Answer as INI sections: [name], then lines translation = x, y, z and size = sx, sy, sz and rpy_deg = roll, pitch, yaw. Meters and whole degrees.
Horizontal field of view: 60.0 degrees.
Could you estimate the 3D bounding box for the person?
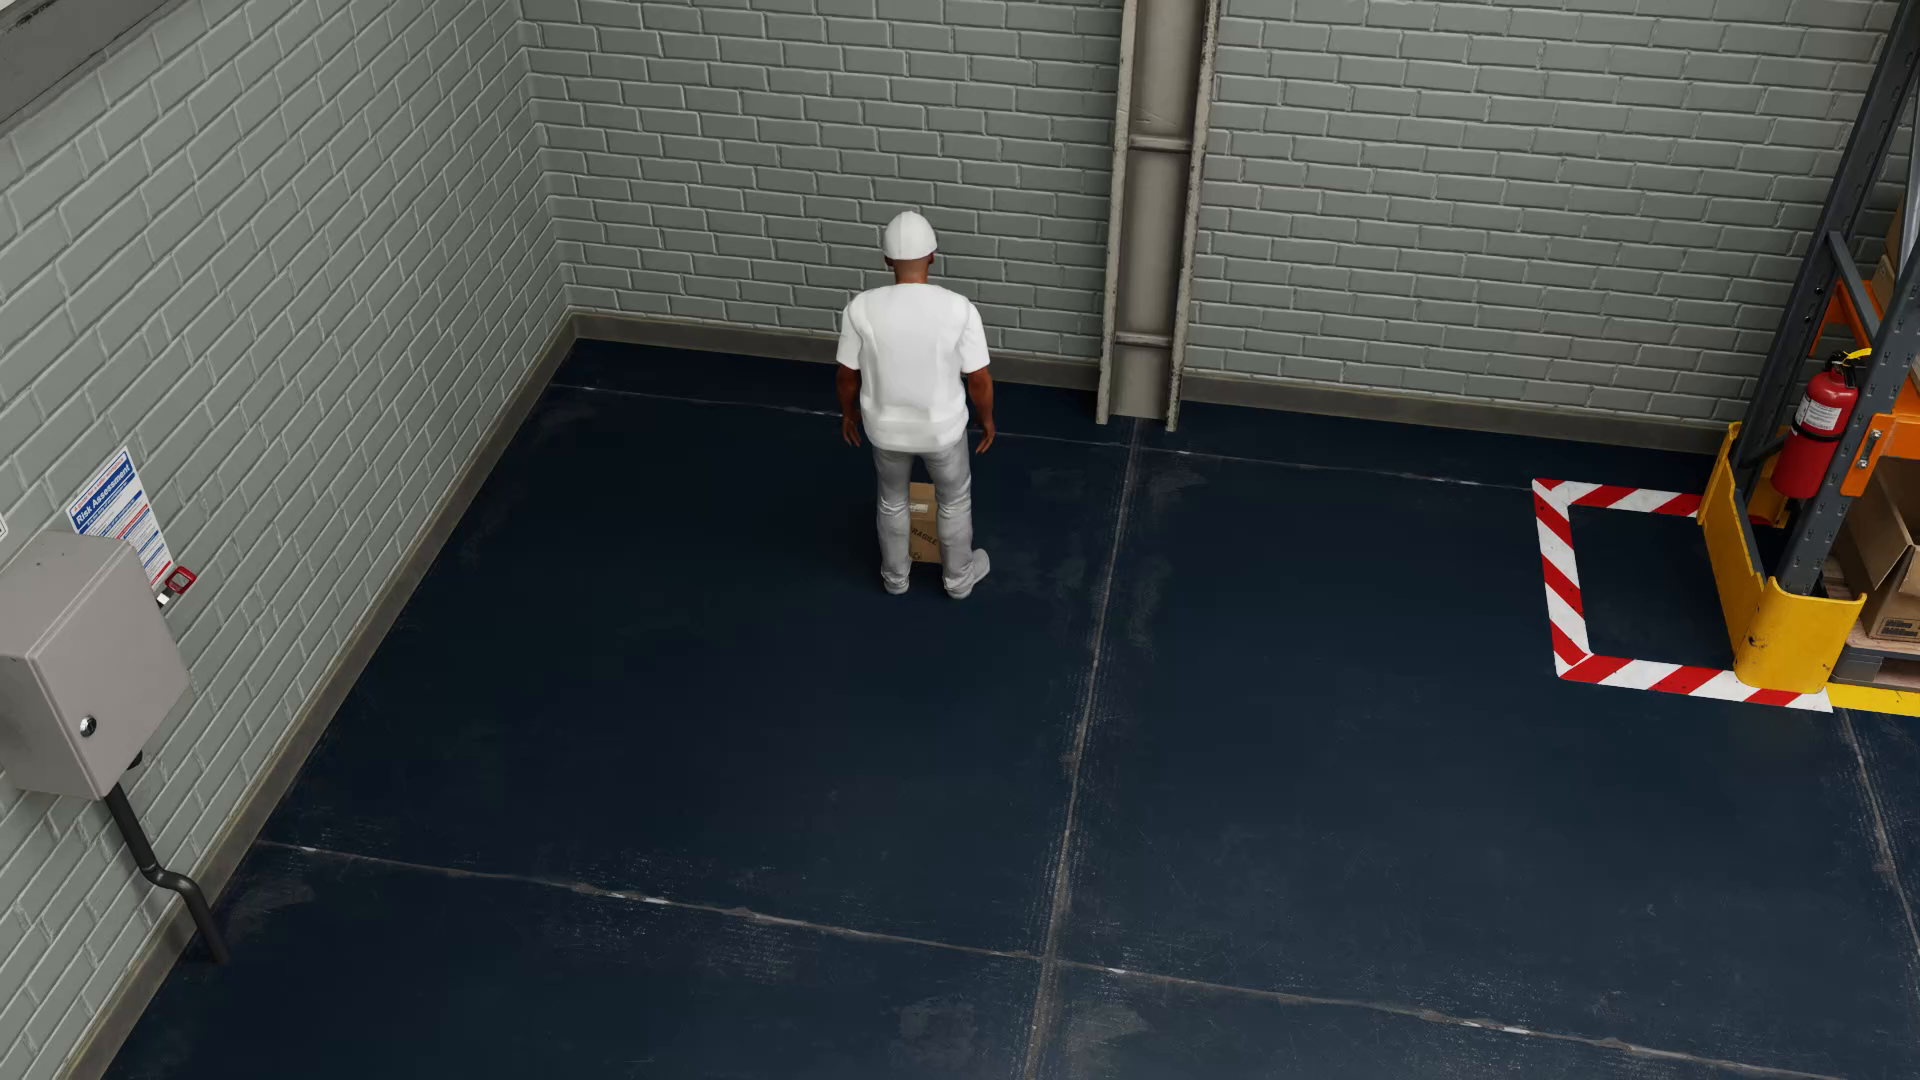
[person]
translation = -0.173, -0.502, 6.736
size = 0.632, 1.759, 0.462
rpy_deg = 4, 40, 5
